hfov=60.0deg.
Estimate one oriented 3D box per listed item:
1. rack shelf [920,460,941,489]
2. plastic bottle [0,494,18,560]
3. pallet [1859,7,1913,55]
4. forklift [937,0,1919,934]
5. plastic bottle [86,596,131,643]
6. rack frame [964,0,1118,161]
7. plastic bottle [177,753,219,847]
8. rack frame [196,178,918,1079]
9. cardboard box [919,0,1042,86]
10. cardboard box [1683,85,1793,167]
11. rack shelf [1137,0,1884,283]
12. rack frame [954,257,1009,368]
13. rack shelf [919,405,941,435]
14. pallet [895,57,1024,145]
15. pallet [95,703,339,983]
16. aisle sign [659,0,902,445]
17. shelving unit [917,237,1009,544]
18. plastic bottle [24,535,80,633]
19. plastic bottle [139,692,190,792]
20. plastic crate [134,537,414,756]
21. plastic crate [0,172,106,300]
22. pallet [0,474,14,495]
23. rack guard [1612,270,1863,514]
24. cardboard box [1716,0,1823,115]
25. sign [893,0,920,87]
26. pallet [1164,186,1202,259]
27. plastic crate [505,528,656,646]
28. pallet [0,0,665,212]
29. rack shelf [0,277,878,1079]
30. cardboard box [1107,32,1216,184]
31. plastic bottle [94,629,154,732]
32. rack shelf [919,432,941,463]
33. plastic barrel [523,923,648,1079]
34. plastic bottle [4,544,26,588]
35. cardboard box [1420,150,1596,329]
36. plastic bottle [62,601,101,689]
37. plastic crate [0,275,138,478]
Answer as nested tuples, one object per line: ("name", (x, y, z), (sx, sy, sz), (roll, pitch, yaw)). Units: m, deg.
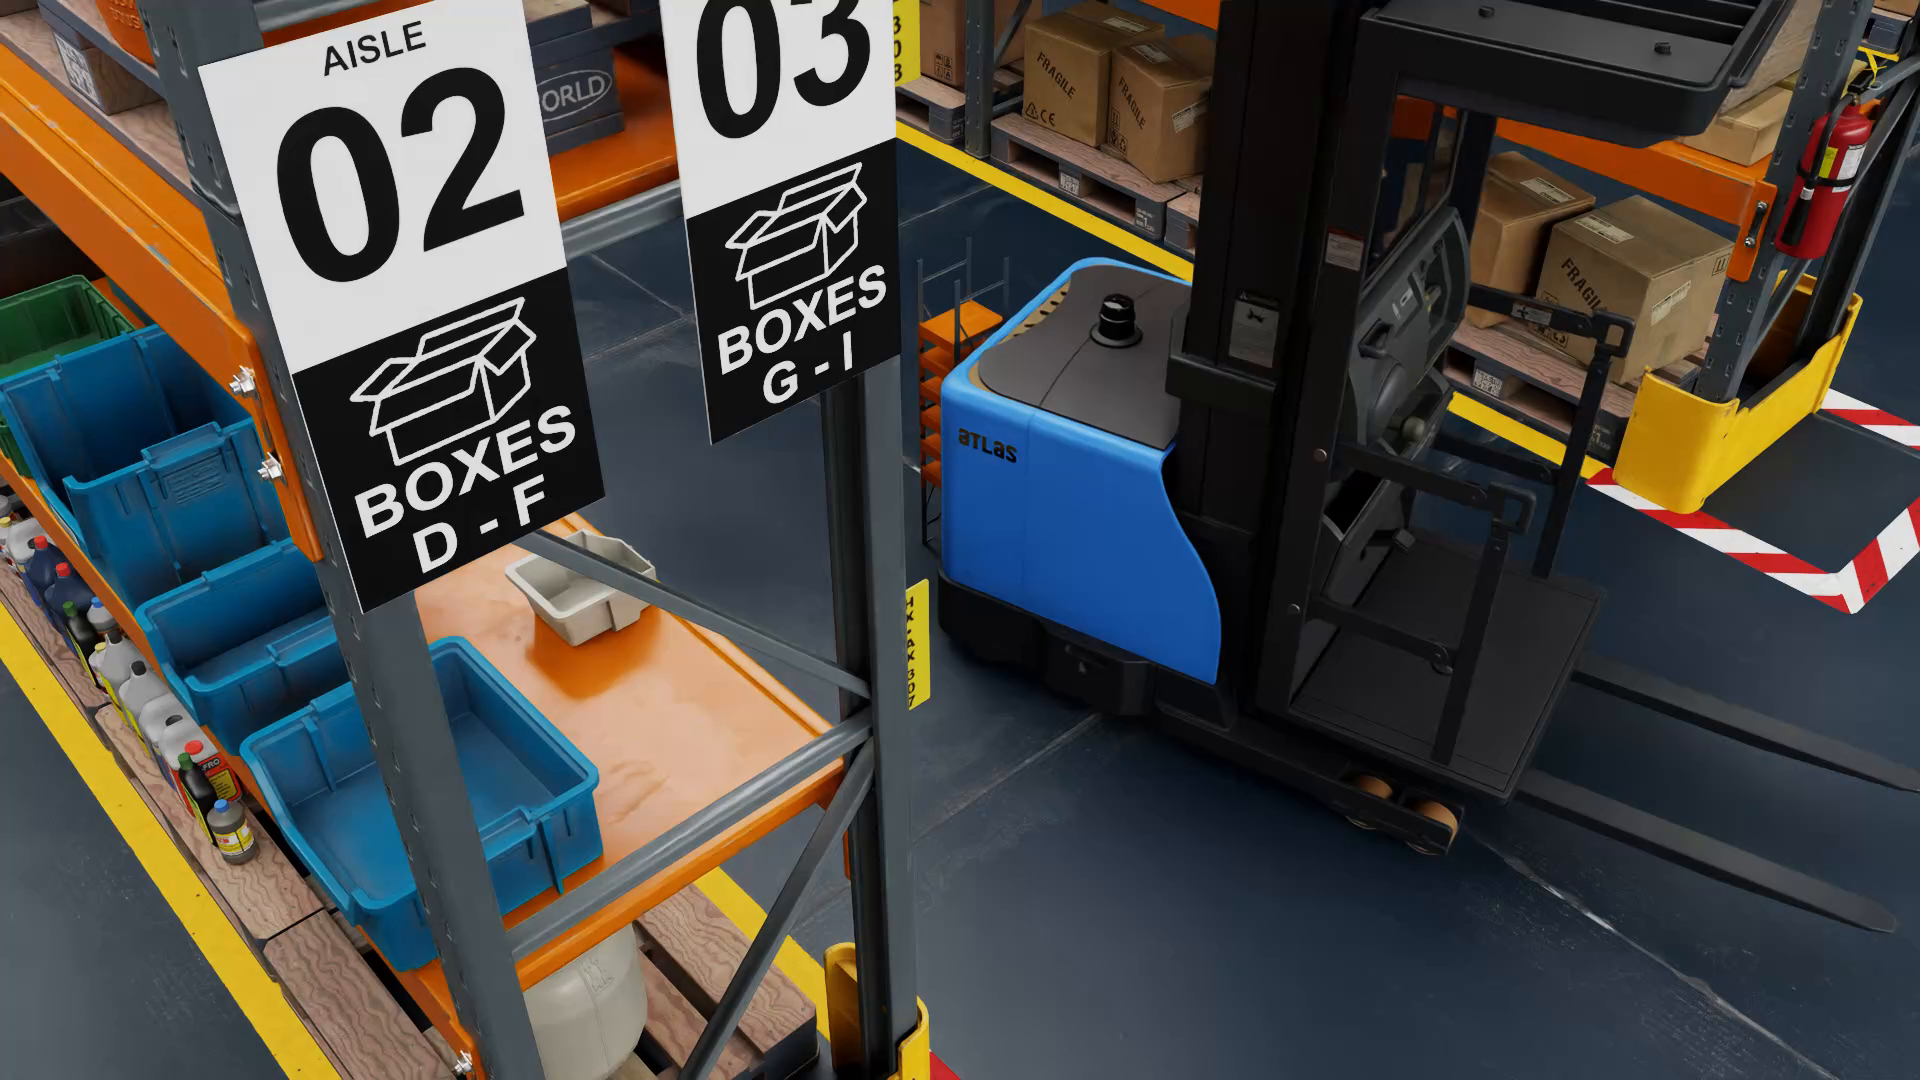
("rack shelf", (0.010, -0.239, 6.043), (0.258, 0.103, 0.180), (-30, 48, -32))
("plastic bottle", (-3.322, -0.064, 5.763), (0.097, 0.271, 0.097), (0, 39, 0))
("pallet", (5.441, -3.419, 10.315), (1.003, 0.211, 1.213), (-30, 48, -32))
("forklift", (1.447, -0.567, 4.619), (3.031, 2.935, 1.130), (21, 44, 24))
("plastic bottle", (-2.720, 0.292, 5.322), (0.097, 0.271, 0.097), (0, 39, 0))
("rack frame", (0.434, -3.393, 8.063), (1.000, 3.000, 0.127), (-30, 48, -32))
("plastic bottle", (-2.167, 0.739, 4.759), (0.061, 0.283, 0.133), (-29, 47, -31))
("rack frame", (-0.509, 0.563, 3.165), (1.000, 3.000, 0.127), (-30, 48, -32))
("cardboard box", (0.034, -2.885, 9.074), (0.500, 0.500, 0.700), (30, 48, 32))
("cardboard box", (2.794, -1.488, 5.905), (0.380, 0.149, 0.250), (-30, 48, -32))
("rack shelf", (1.786, -2.187, 7.143), (1.077, 0.370, 4.000), (-30, 48, -32))
("rack frame", (0.072, -0.418, 5.812), (0.240, 1.200, 0.006), (-30, 48, -32))
("rack shelf", (0.010, -0.426, 5.893), (0.258, 0.103, 0.180), (-30, 48, -32))
("pallet", (-0.094, -2.667, 9.385), (1.003, 0.211, 1.213), (-30, 48, -32))
("pallet", (-1.962, 0.690, 5.227), (1.003, 0.211, 1.213), (-30, 48, -32))
("aisle sign", (-0.245, -0.539, 2.461), (0.394, 0.787, 0.004), (-30, 48, -32))
("shelving unit", (0.010, -0.460, 5.865), (0.258, 1.200, 0.189), (-30, 48, -32))
("plastic bottle", (-2.974, 0.122, 5.470), (0.144, 0.351, 0.185), (-29, 47, -31))
("plastic bottle", (-2.318, 0.596, 4.943), (0.152, 0.276, 0.135), (-31, 48, -33))
("plastic crate", (-1.503, 0.214, 3.716), (0.499, 0.251, 0.408), (-30, 48, -32))
("plastic crate", (-2.954, -0.967, 5.110), (0.767, 0.338, 0.504), (-30, 48, -32))
("pallet", (-3.774, -0.550, 6.763), (1.003, 0.211, 1.213), (-30, 48, -32))
("rack guard", (3.088, -0.604, 6.600), (1.175, 0.500, 0.348), (-30, 48, -32))
("cardboard box", (2.787, -1.962, 5.976), (0.875, 0.500, 0.500), (-30, 48, -32))
("sign", (-0.101, -0.839, 2.507), (0.100, 0.325, 0.005), (-30, 48, -32))
("pallet", (1.743, -1.447, 7.874), (1.003, 0.211, 1.213), (-30, 48, -32))
("plastic crate", (-0.878, 0.115, 3.930), (0.298, 0.136, 0.250), (-30, 48, -32))
("pallet", (-0.997, -0.954, 2.807), (1.003, 0.211, 1.213), (-30, 48, -32))
("rack shelf", (-1.862, -0.082, 4.537), (1.077, 0.370, 4.000), (-30, 48, -32))
("cardboard box", (1.068, -2.119, 8.142), (0.500, 0.500, 0.500), (-16, 42, -19))
("plastic bottle", (-2.559, 0.406, 5.119), (0.144, 0.351, 0.185), (-30, 48, -32))
("rack shelf", (0.010, -0.332, 5.968), (0.258, 0.103, 0.180), (-30, 48, -32))
("plastic barrel", (-1.011, 1.096, 4.152), (0.421, 0.512, 0.421), (0, 39, 0))
("plastic bottle", (-3.184, 0.058, 5.668), (0.097, 0.201, 0.097), (0, 39, 0))
("cardboard box", (2.299, -1.290, 7.116), (0.500, 0.500, 0.500), (-18, 42, -21))
("plastic bottle", (-2.766, 0.329, 5.267), (0.061, 0.283, 0.133), (-28, 47, -30))
("plastic crate", (-2.504, -0.457, 4.597), (0.450, 0.188, 0.662), (-30, 48, -32))
